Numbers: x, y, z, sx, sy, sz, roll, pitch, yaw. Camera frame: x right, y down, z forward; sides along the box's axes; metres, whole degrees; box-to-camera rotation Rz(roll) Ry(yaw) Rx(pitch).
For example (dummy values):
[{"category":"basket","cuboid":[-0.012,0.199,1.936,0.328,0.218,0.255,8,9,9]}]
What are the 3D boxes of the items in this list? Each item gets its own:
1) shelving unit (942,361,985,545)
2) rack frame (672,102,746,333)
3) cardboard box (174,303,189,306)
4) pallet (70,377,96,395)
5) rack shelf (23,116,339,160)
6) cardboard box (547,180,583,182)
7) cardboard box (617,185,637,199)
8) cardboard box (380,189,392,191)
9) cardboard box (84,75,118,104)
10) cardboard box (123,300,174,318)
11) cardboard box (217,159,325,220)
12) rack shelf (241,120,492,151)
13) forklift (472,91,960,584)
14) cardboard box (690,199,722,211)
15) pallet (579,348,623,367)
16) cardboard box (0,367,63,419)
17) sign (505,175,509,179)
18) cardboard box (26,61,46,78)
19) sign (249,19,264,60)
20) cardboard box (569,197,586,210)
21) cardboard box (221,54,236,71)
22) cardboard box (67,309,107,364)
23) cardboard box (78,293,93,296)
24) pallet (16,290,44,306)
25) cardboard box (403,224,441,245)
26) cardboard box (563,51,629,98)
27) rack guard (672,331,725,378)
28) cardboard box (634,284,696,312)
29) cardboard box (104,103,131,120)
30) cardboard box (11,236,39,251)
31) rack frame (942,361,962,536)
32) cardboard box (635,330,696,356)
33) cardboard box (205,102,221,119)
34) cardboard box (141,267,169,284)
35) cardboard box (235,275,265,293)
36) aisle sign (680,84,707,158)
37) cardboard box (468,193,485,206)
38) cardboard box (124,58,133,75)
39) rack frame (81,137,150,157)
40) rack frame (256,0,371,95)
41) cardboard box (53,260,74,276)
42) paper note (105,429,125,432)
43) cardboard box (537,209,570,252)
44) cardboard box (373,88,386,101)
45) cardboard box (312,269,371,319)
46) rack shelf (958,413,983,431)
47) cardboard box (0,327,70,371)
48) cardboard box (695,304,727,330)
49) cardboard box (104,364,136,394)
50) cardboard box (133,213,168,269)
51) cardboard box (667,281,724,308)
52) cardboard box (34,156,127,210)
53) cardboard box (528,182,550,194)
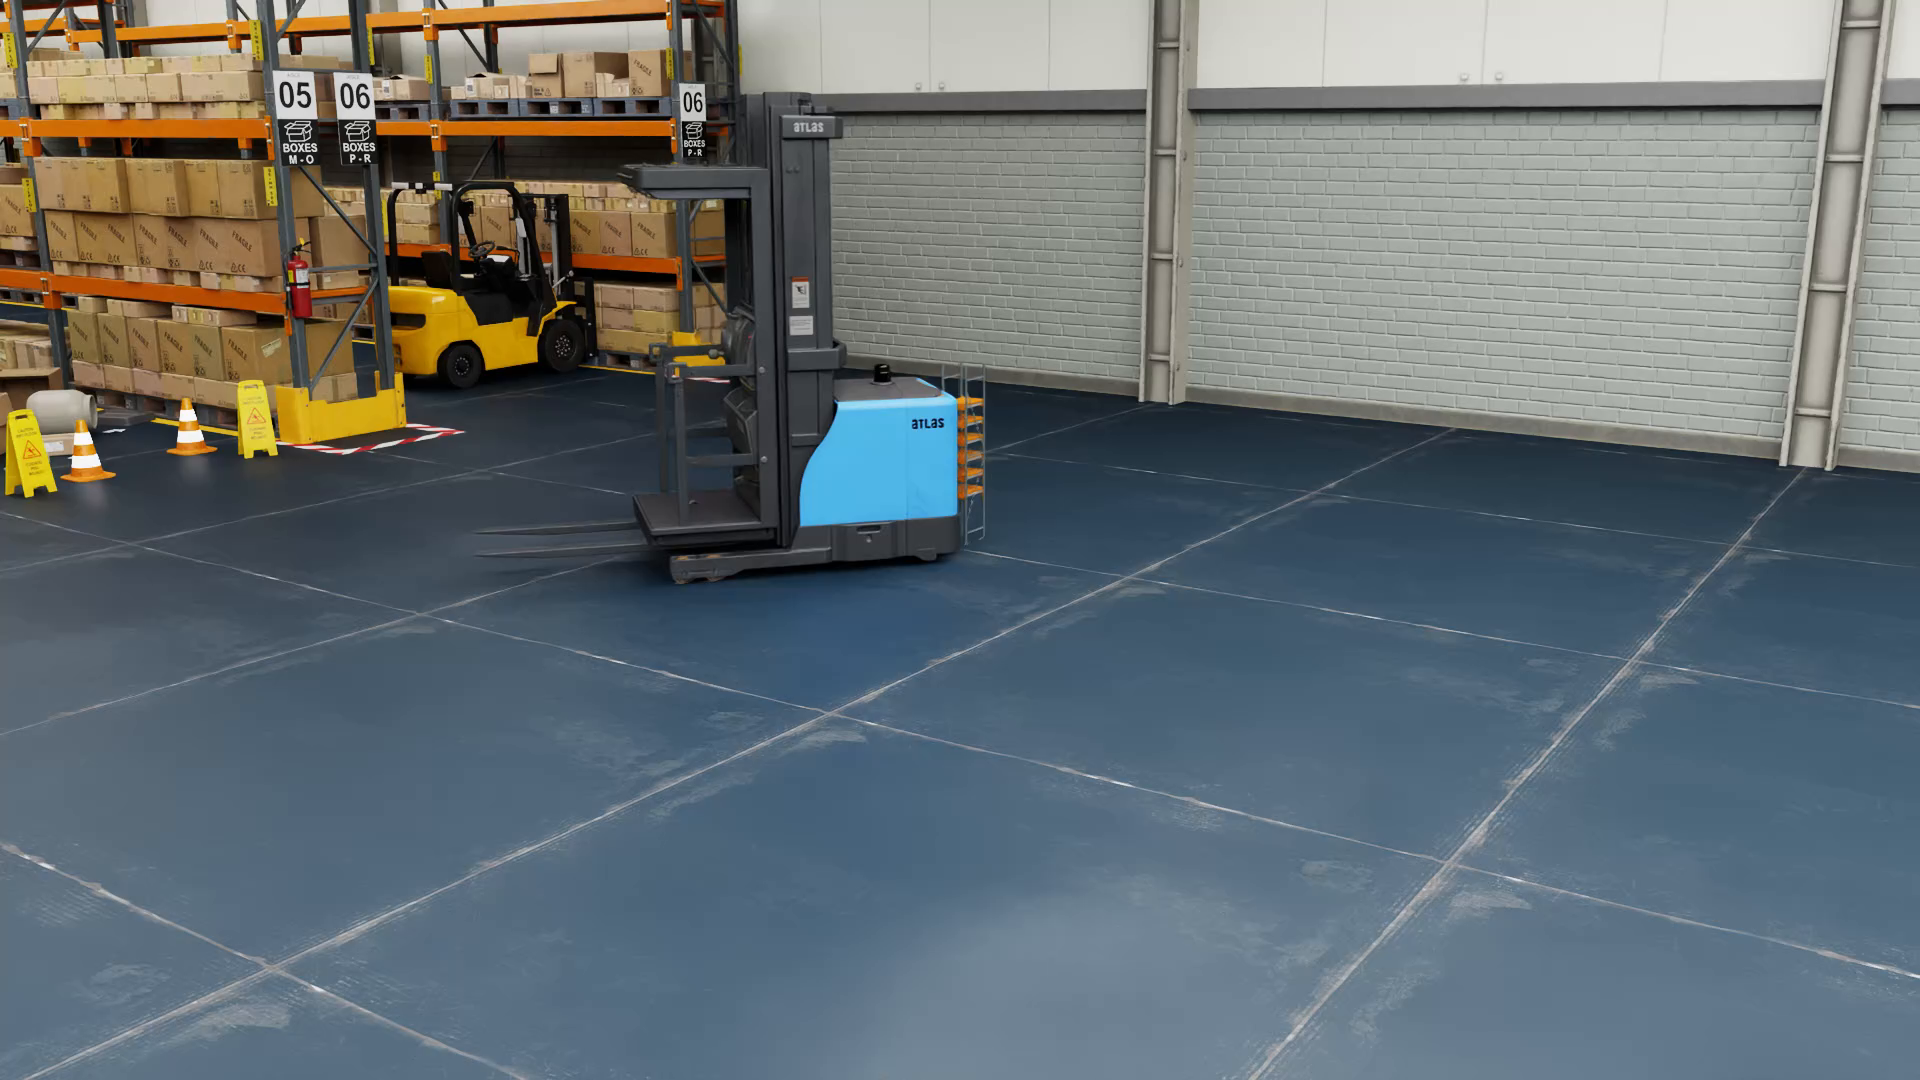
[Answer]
[{"category":"shelving unit","cuboid":[0.025,-0.582,11.175,0.189,1.200,0.258,9,17,32]},{"category":"rack frame","cuboid":[-2.822,-3.417,18.884,0.127,3.000,1.000,9,17,33]},{"category":"cardboard box","cuboid":[-8.268,-2.171,17.137,0.500,0.500,0.500,9,16,32]},{"category":"pallet","cuboid":[-9.555,-1.714,17.807,1.213,0.211,1.003,9,17,33]},{"category":"rack shelf","cuboid":[-7.249,-3.802,15.694,4.000,0.370,1.077,9,17,33]},{"category":"cardboard box","cuboid":[-4.849,-4.344,20.452,0.250,0.149,0.380,9,16,32]},{"category":"cardboard box","cuboid":[-3.691,-3.987,19.012,0.250,0.149,0.380,10,17,34]},{"category":"cardboard box","cuboid":[-7.421,-4.449,21.496,0.250,0.149,0.380,9,16,31]},{"category":"cardboard box","cuboid":[-7.855,-4.240,15.661,0.500,0.250,0.500,9,17,33]},{"category":"cardboard box","cuboid":[-7.847,-2.246,16.090,0.250,0.149,0.380,10,17,36]},{"category":"cardboard box","cuboid":[-6.135,-3.130,14.817,0.500,0.500,0.700,9,16,31]},{"category":"rack shelf","cuboid":[-7.801,-5.329,21.861,4.000,0.370,1.077,9,17,33]},{"category":"forklift","cuboid":[-1.576,-1.294,10.451,3.031,2.935,1.130,-4,14,-16]},{"category":"cardboard box","cuboid":[-2.959,-3.878,19.187,0.250,0.149,0.380,9,16,31]},{"category":"pallet","cuboid":[-4.488,-2.321,20.262,1.213,0.211,1.003,9,17,33]},{"category":"cardboard box","cuboid":[-8.779,-1.336,15.675,0.500,0.500,0.500,-4,14,-16]},{"category":"sign","cuboid":[-5.833,-4.523,21.386,0.005,0.325,0.100,9,17,33]},{"category":"cardboard box","cuboid":[-8.829,-4.577,16.192,0.250,0.149,0.380,9,16,32]},{"category":"sign","cuboid":[-5.916,-4.205,13.981,0.005,0.325,0.100,9,17,33]},{"category":"cardboard box","cuboid":[-4.344,-3.938,19.432,0.250,0.149,0.380,9,17,33]},{"category":"cardboard box","cuboid":[-6.227,-4.177,14.574,0.250,0.149,0.380,10,17,34]},{"category":"cardboard box","cuboid":[-8.570,-2.063,16.704,0.500,0.500,0.500,10,17,35]},{"category":"cardboard box","cuboid":[-13.406,-3.862,25.743,0.250,0.149,0.380,9,16,31]},{"category":"pallet","cuboid":[-14.365,-3.928,26.754,1.213,0.211,1.003,9,17,33]},{"category":"cardboard box","cuboid":[-6.705,-3.896,21.132,0.500,0.250,0.500,10,17,34]},{"category":"cardboard box","cuboid":[-4.120,-5.342,19.128,0.500,0.500,0.700,9,17,33]},{"category":"rack guard","cuboid":[-2.802,-2.200,19.172,0.348,0.500,1.175,9,17,33]},{"category":"cardboard box","cuboid":[-3.378,-2.771,19.042,0.500,0.250,0.500,10,17,35]},{"category":"cardboard box","cuboid":[-7.766,-4.016,15.586,0.250,0.149,0.380,9,16,32]},{"category":"cardboard box","cuboid":[-9.489,-3.059,17.087,0.250,0.149,0.380,9,17,34]},{"category":"rack frame","cuboid":[-0.052,-0.594,11.224,0.006,1.200,0.240,9,17,32]},{"category":"cardboard box","cuboid":[-3.388,-2.286,19.164,0.500,0.250,0.500,9,17,33]},{"category":"cardboard box","cuboid":[-6.468,-3.822,14.802,0.250,0.149,0.380,10,17,34]},{"category":"cardboard box","cuboid":[-7.545,-2.533,15.838,0.250,0.149,0.380,9,17,33]},{"category":"cardboard box","cuboid":[-6.291,-2.324,14.993,0.250,0.149,0.380,9,16,32]},{"category":"aisle sign","cuboid":[-2.932,-4.612,18.300,0.004,0.787,0.394,9,17,33]},{"category":"cardboard box","cuboid":[-5.808,-4.187,20.438,0.250,0.149,0.380,10,17,34]},{"category":"cardboard box","cuboid":[-7.493,-4.385,15.416,0.250,0.149,0.380,10,17,34]},{"category":"rack frame","cuboid":[-12.779,-5.026,25.385,0.127,3.000,1.000,9,17,33]},{"category":"rack frame","cuboid":[-5.589,-5.339,14.163,0.127,3.000,1.000,9,17,33]},{"category":"cardboard box","cuboid":[-8.826,-2.735,16.653,0.250,0.149,0.380,9,17,33]},{"category":"paper note","cuboid":[-7.808,-1.016,15.362,0.148,0.019,0.142,3,14,14]},{"category":"cardboard box","cuboid":[-4.651,-3.685,19.757,0.500,0.500,0.500,9,17,33]},{"category":"cardboard box","cuboid":[-7.223,-5.627,21.010,0.250,0.149,0.380,9,17,33]},{"category":"cardboard box","cuboid":[-8.404,-3.369,22.757,0.625,0.625,0.875,10,17,35]},{"category":"rack shelf","cuboid":[0.024,-0.772,11.128,0.180,0.103,0.258,9,17,32]},{"category":"cardboard box","cuboid":[-9.943,-2.057,17.986,0.625,0.372,0.950,10,17,36]},{"category":"cardboard box","cuboid":[-3.096,-2.633,19.526,0.500,0.250,0.500,10,17,34]},{"category":"cardboard box","cuboid":[-8.120,-1.630,16.514,0.500,0.250,0.500,10,17,36]},{"category":"cardboard box","cuboid":[-7.430,-2.845,15.747,0.500,0.500,0.500,9,17,33]},{"category":"cardboard box","cuboid":[-3.115,-2.874,19.457,0.500,0.250,0.500,9,16,32]},{"category":"cardboard box","cuboid":[-8.664,-3.539,16.470,0.500,0.500,0.700,9,17,32]},{"category":"cardboard box","cuboid":[-4.929,-4.202,19.880,0.250,0.149,0.380,9,17,33]}]
